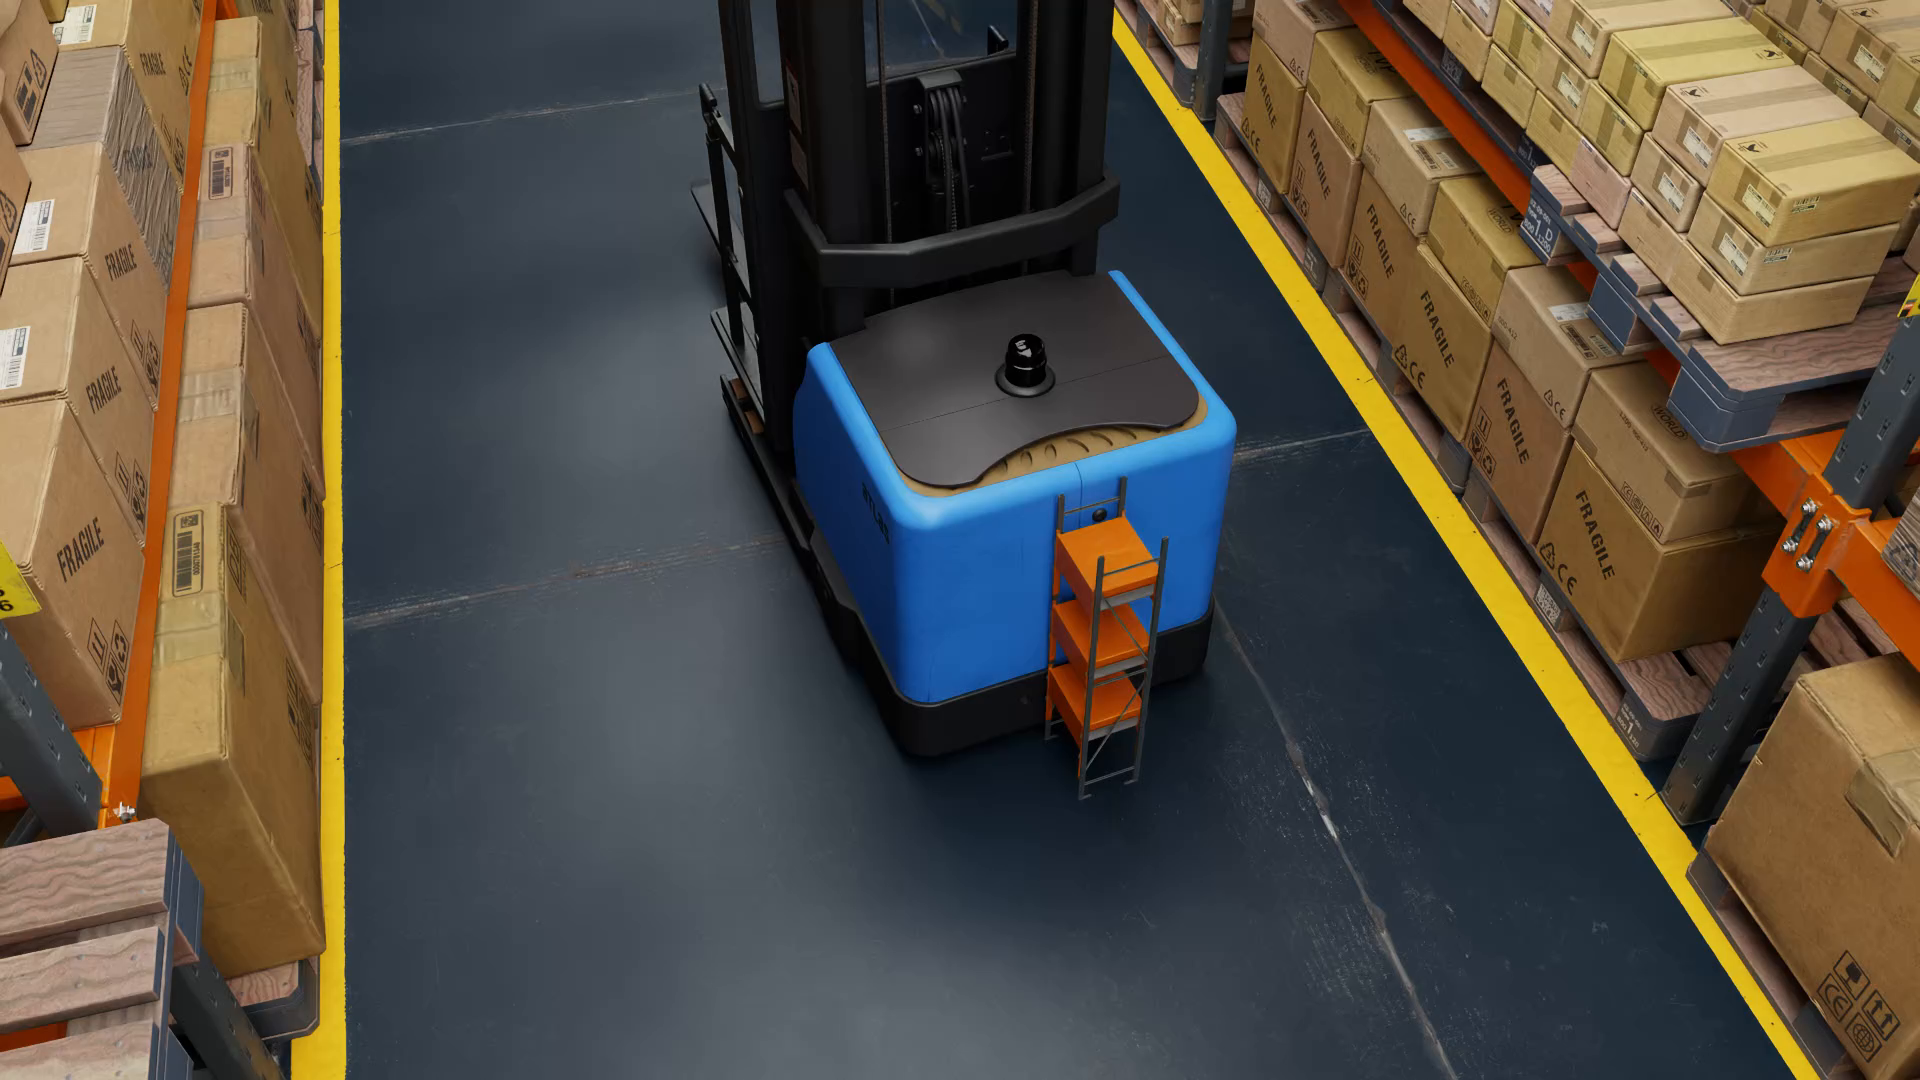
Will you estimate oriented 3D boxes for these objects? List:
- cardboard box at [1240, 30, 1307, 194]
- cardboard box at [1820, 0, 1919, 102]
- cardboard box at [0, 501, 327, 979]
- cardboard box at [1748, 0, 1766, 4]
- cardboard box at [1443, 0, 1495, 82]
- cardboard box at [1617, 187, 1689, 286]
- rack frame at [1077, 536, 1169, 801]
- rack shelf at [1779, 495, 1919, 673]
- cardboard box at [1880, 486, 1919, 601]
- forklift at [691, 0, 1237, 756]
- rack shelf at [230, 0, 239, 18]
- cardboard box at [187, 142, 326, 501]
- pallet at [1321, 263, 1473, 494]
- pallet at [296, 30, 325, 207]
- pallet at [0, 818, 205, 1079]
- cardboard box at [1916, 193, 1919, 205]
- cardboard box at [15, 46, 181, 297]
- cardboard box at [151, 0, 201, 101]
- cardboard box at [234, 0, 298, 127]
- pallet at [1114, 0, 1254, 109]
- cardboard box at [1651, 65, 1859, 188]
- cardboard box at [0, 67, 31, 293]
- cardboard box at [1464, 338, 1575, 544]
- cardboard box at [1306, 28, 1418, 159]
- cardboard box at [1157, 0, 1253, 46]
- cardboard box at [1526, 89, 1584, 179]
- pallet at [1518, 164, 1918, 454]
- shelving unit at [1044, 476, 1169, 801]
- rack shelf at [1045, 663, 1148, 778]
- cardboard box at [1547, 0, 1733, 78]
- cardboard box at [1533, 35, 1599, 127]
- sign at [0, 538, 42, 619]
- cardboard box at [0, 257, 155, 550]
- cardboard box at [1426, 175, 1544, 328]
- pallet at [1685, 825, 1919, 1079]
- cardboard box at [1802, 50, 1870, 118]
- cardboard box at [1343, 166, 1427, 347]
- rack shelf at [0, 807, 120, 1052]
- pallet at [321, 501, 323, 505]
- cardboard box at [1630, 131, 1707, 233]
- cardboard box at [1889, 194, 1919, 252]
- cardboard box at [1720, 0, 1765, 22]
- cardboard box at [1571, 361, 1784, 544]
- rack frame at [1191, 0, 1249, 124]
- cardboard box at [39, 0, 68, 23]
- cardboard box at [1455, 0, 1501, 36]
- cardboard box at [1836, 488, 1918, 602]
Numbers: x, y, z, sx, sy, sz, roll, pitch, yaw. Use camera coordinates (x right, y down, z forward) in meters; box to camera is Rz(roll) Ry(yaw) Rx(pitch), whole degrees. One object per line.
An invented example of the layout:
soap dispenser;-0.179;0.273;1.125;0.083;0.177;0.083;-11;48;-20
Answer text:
cardboard box;1.504;-1.806;6.876;0.500;0.500;0.500;-9;46;-9
cardboard box;2.535;-1.308;4.397;0.380;0.149;0.250;-11;47;-11
cardboard box;-2.381;0.622;4.234;1.225;0.875;0.875;-13;47;-12
cardboard box;2.396;-1.678;4.759;0.380;0.149;0.250;-9;46;-8
cardboard box;1.702;-1.533;5.034;0.380;0.149;0.250;-9;46;-9
cardboard box;1.963;-0.819;4.334;0.380;0.149;0.250;-11;47;-10
rack frame;0.445;0.386;4.636;0.200;1.050;0.008;-16;48;-15
rack shelf;3.108;1.301;2.878;1.077;0.370;4.000;-11;47;-10
cardboard box;2.450;-0.007;3.587;0.500;0.500;0.500;-10;46;-10
forklift;-0.235;-1.443;5.112;1.130;2.935;3.031;-16;48;-15
rack shelf;-3.761;-3.385;7.471;1.077;0.370;4.000;-11;47;-10
cardboard box;-2.836;-0.604;5.435;1.225;0.875;0.875;-12;47;-12
pallet;2.088;-0.736;6.323;1.003;0.211;1.213;-11;47;-10
pallet;-3.368;-1.819;7.385;1.003;0.211;1.213;-11;47;-10
pallet;-1.939;1.046;2.759;1.213;0.211;1.003;-11;47;-10
cardboard box;2.666;-0.865;4.171;0.380;0.149;0.250;-9;46;-9
cardboard box;-2.481;-0.969;4.529;0.500;0.500;0.500;-11;47;-10
cardboard box;-2.745;-1.675;5.221;0.500;0.500;0.500;-9;46;-9
cardboard box;-3.341;-2.129;6.930;0.875;0.875;0.875;-11;47;-10
pallet;1.365;-2.574;8.125;1.003;0.211;1.213;-11;47;-10
cardboard box;1.965;-1.027;4.121;0.380;0.149;0.250;-11;47;-11
cardboard box;-2.561;-0.838;3.699;0.797;0.503;0.637;-10;46;-9
cardboard box;2.045;-0.369;5.468;0.500;0.500;0.500;-9;46;-9
cardboard box;1.644;-1.702;6.249;0.500;0.250;0.500;-10;46;-9
cardboard box;1.142;-2.450;7.753;0.380;0.149;0.250;-10;46;-10
cardboard box;1.837;-1.169;4.677;0.380;0.149;0.250;-11;47;-11
pallet;2.310;-0.737;4.506;1.213;0.211;1.003;-11;47;-10
shelving unit;0.399;0.305;4.716;0.215;1.050;0.252;-16;48;-15
rack shelf;0.399;0.507;4.922;0.215;0.259;0.240;-16;48;-15
cardboard box;1.826;-1.391;4.479;0.380;0.149;0.250;-9;46;-9
cardboard box;1.826;-1.290;4.588;0.380;0.149;0.250;-11;47;-10
sign;-1.703;0.023;2.872;0.100;0.325;0.005;-11;47;-10
cardboard box;-2.221;-0.270;3.844;0.500;0.500;0.500;-12;47;-11
cardboard box;1.912;-0.990;5.552;0.500;0.250;0.500;-10;46;-9
pallet;2.725;1.203;4.423;1.003;0.211;1.213;-11;47;-10
cardboard box;2.523;-1.235;4.534;0.380;0.149;0.250;-12;47;-12
cardboard box;1.789;-1.082;6.166;0.500;0.500;0.500;-10;46;-10
rack shelf;-1.713;2.138;2.058;1.077;0.370;4.000;-11;47;-10
pallet;-2.663;0.083;5.521;1.003;0.211;1.213;-11;47;-10
cardboard box;1.959;-0.936;4.241;0.380;0.149;0.250;-9;46;-9
cardboard box;2.608;-0.921;4.435;0.380;0.149;0.250;-9;46;-8
cardboard box;2.395;-1.582;4.873;0.380;0.149;0.250;-11;47;-10
cardboard box;2.167;-0.290;4.865;0.500;0.250;0.500;-12;47;-11
rack frame;1.572;-3.093;6.681;1.000;3.000;0.127;-11;47;-10
cardboard box;-2.913;-1.726;4.569;0.797;0.503;0.637;-10;46;-10
cardboard box;1.697;-1.642;4.933;0.380;0.149;0.250;-10;46;-9
cardboard box;2.661;-0.138;5.241;0.500;0.500;0.500;-13;47;-12
